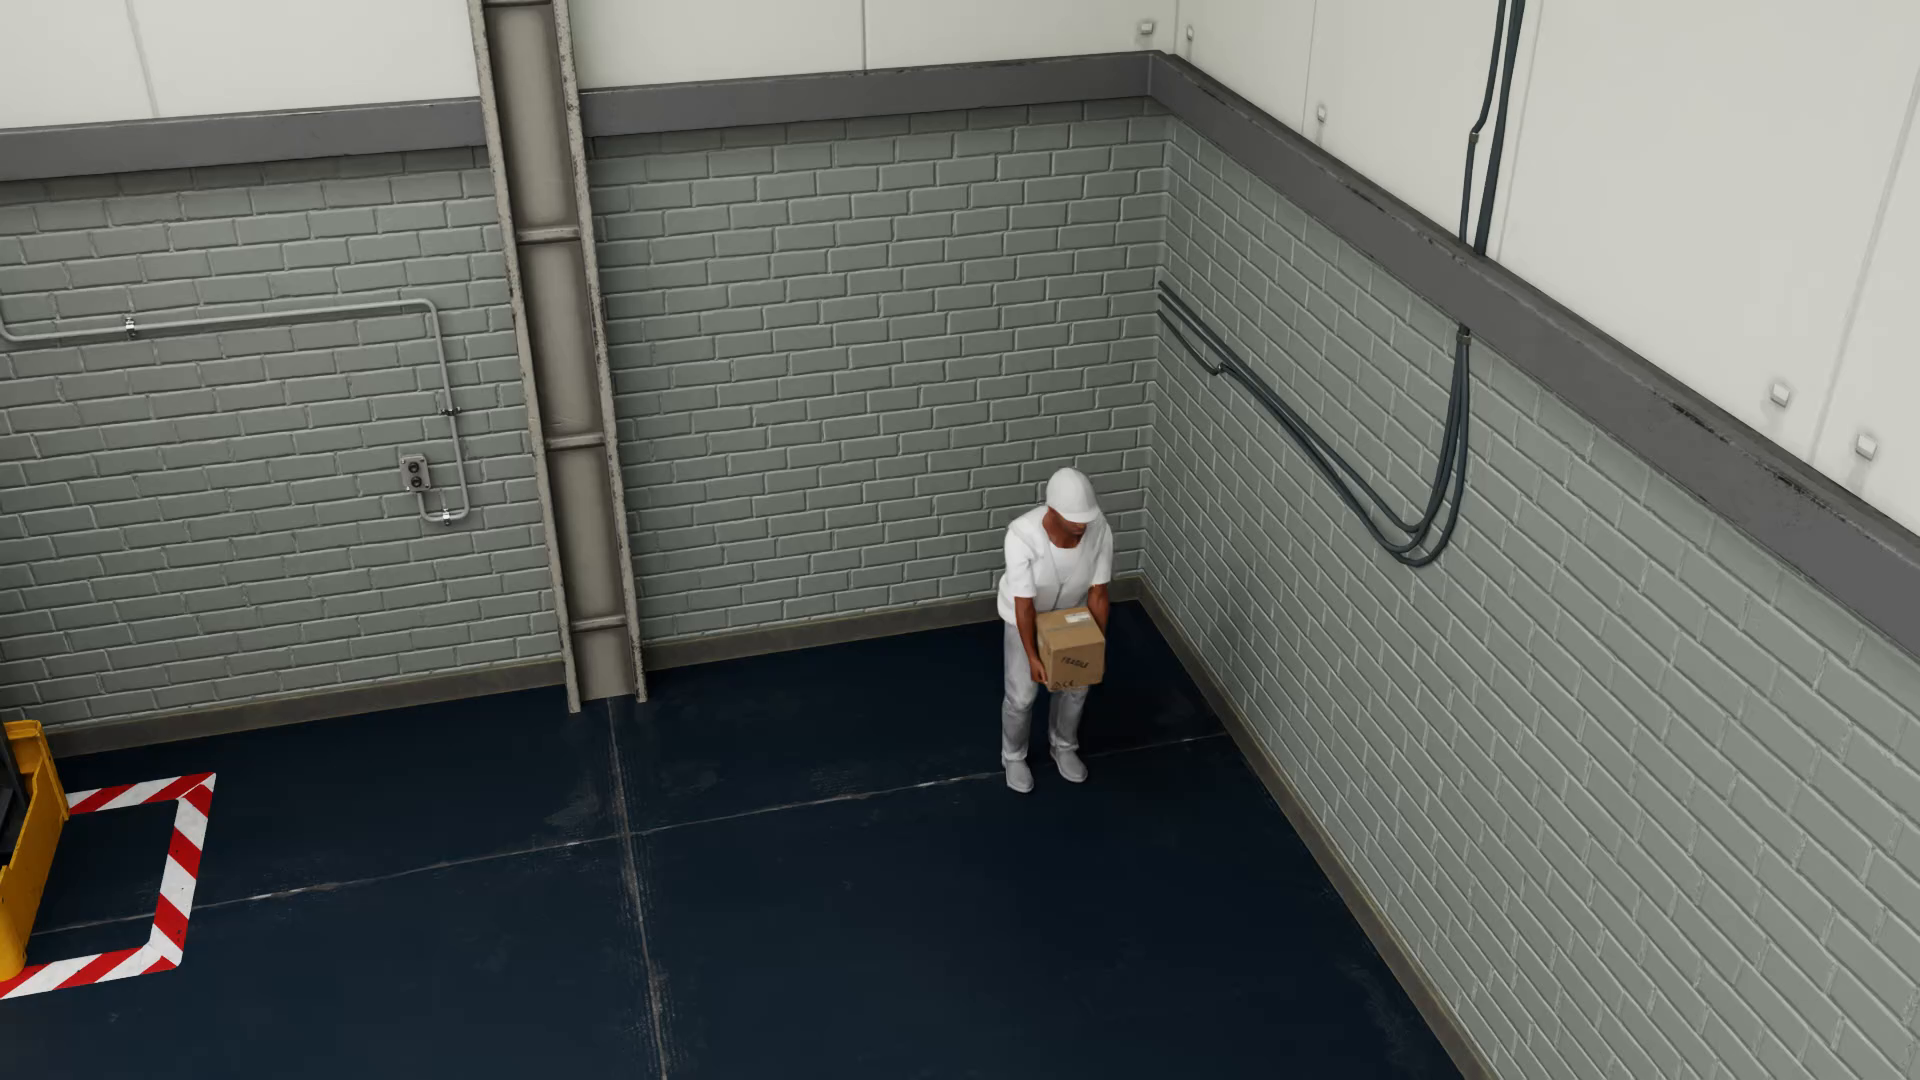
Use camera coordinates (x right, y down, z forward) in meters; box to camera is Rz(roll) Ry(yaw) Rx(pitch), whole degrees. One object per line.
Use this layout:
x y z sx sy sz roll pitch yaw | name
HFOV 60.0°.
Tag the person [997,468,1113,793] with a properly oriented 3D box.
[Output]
0.439 0.406 7.560 0.498 1.719 0.607 -8 31 -14 | person
